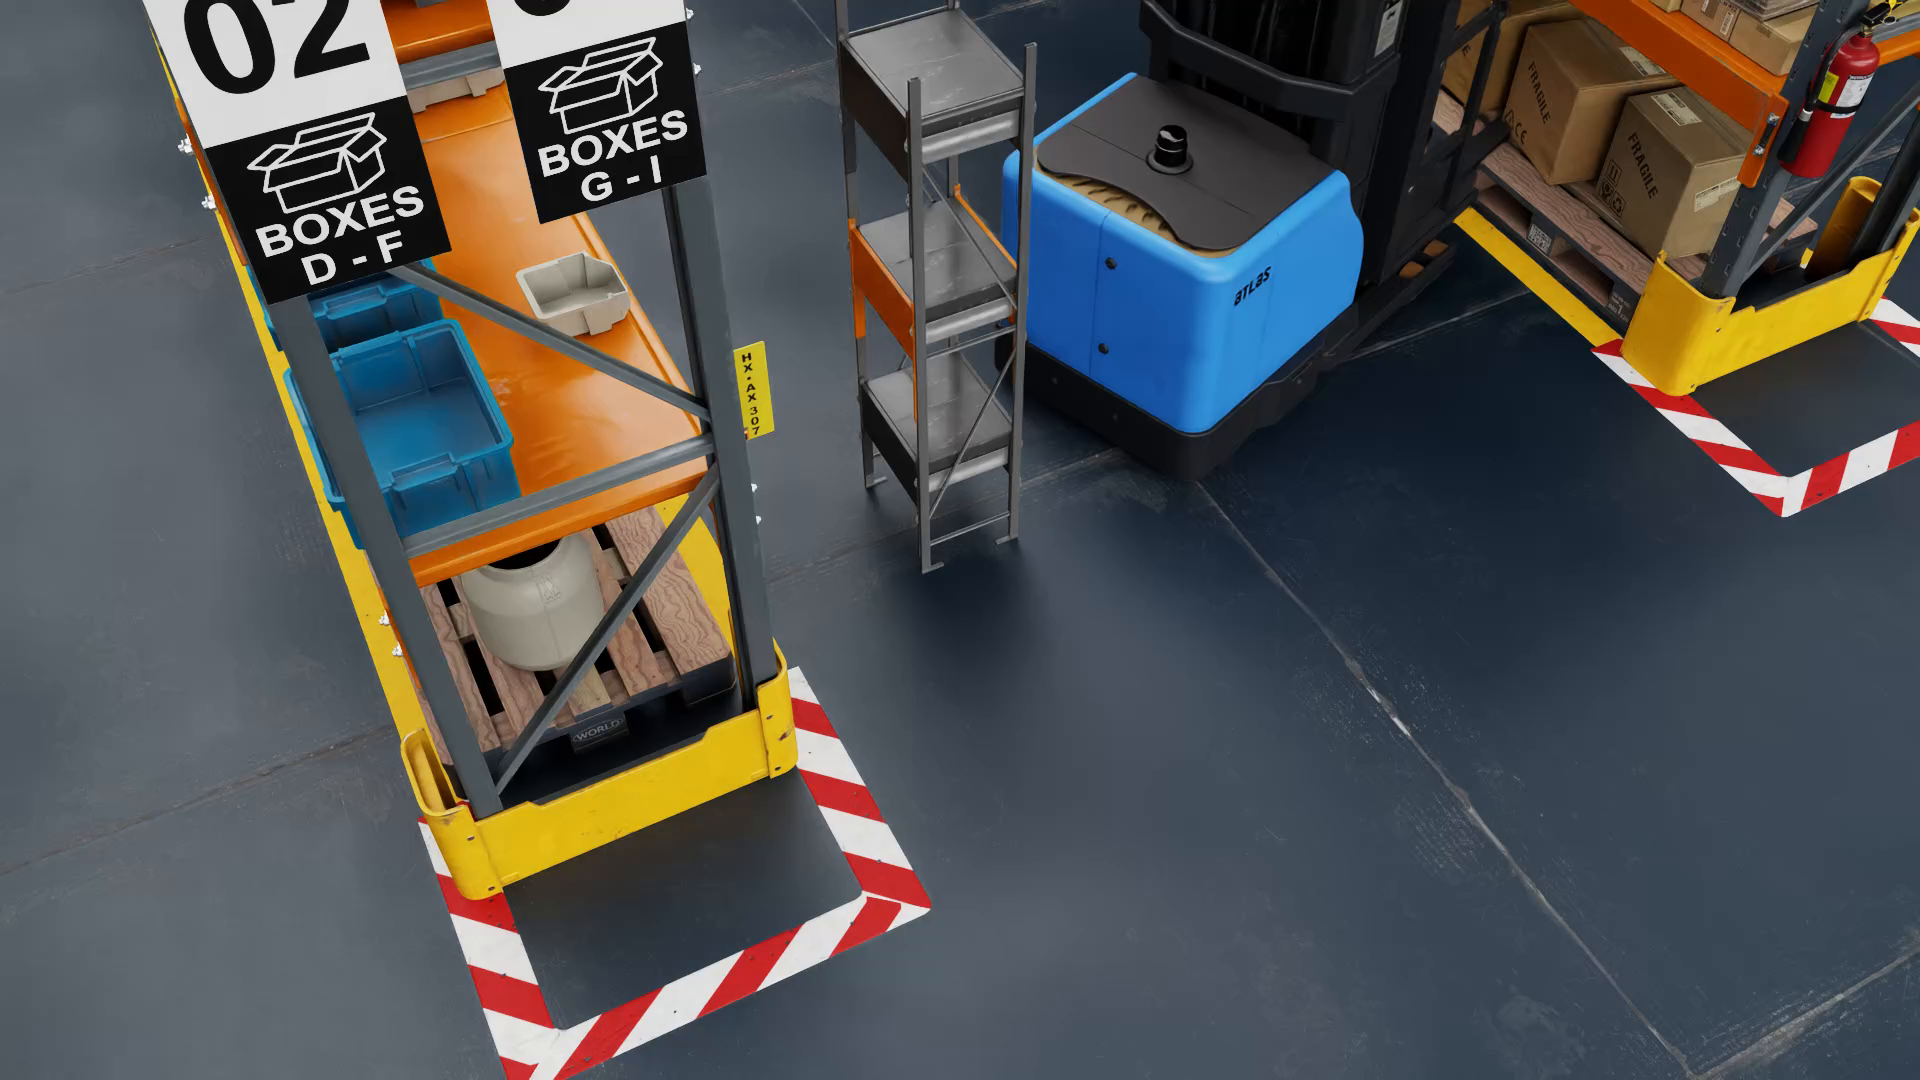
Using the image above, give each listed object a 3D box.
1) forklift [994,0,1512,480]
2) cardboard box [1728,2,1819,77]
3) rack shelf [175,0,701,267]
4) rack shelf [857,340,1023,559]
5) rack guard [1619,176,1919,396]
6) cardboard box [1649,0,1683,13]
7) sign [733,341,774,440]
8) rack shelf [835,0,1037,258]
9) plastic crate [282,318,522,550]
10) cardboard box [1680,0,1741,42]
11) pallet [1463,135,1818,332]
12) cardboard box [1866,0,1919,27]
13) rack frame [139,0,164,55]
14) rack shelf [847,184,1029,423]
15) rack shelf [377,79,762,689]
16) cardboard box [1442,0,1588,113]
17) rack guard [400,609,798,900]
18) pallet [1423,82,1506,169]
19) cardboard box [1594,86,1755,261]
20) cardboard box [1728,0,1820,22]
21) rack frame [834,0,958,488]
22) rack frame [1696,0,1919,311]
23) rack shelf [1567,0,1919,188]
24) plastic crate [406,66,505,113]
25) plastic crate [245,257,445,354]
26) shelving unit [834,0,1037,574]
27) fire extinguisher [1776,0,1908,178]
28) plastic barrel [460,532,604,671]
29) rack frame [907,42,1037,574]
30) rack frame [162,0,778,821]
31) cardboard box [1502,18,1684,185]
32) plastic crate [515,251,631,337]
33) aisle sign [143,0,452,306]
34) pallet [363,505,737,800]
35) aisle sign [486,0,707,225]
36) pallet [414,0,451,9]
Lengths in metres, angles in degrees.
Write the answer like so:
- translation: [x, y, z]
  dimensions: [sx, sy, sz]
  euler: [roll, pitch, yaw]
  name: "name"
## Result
- translation: [1.498, -2.224, 6.248]
  dimensions: [1.130, 2.935, 3.031]
  euler: [34, 57, 26]
  name: "forklift"
- translation: [3.046, -1.856, 6.048]
  dimensions: [0.380, 0.149, 0.250]
  euler: [-21, 52, -18]
  name: "cardboard box"
- translation: [-1.959, -2.203, 4.669]
  dimensions: [1.077, 0.370, 4.000]
  euler: [-21, 52, -18]
  name: "rack shelf"
- translation: [-0.076, -0.332, 6.094]
  dimensions: [0.431, 0.518, 0.480]
  euler: [-21, 52, -18]
  name: "rack shelf"
- translation: [3.325, -1.047, 6.834]
  dimensions: [1.175, 0.500, 0.348]
  euler: [-21, 52, -18]
  name: "rack guard"
- translation: [2.772, -2.174, 6.325]
  dimensions: [0.380, 0.149, 0.250]
  euler: [-21, 52, -18]
  name: "cardboard box"
- translation: [-0.553, -0.391, 4.415]
  dimensions: [0.100, 0.325, 0.005]
  euler: [-21, 52, -18]
  name: "sign"
- translation: [-0.076, -1.254, 5.040]
  dimensions: [0.431, 0.518, 0.480]
  euler: [-21, 52, -18]
  name: "rack shelf"
- translation: [-1.539, -0.296, 4.615]
  dimensions: [0.499, 0.251, 0.616]
  euler: [-21, 52, -18]
  name: "plastic crate"
- translation: [2.932, -2.024, 6.194]
  dimensions: [0.380, 0.149, 0.250]
  euler: [-21, 52, -18]
  name: "cardboard box"
- translation: [2.985, -1.508, 7.429]
  dimensions: [1.003, 0.211, 1.213]
  euler: [-21, 52, -18]
  name: "pallet"
- translation: [3.441, -2.010, 6.182]
  dimensions: [0.380, 0.149, 0.250]
  euler: [-21, 52, -18]
  name: "cardboard box"
- translation: [-1.044, -2.089, 2.098]
  dimensions: [1.000, 3.000, 0.127]
  euler: [-21, 52, -18]
  name: "rack frame"
- translation: [-0.076, -0.793, 5.567]
  dimensions: [0.431, 0.518, 0.480]
  euler: [-21, 52, -18]
  name: "rack shelf"
- translation: [-1.959, -1.215, 5.798]
  dimensions: [1.077, 0.370, 4.000]
  euler: [-21, 52, -18]
  name: "rack shelf"
- translation: [2.515, -2.372, 7.714]
  dimensions: [0.500, 0.500, 0.500]
  euler: [-17, 51, -14]
  name: "cardboard box"
- translation: [-1.121, 0.675, 5.328]
  dimensions: [1.175, 0.500, 0.348]
  euler: [-21, 52, -18]
  name: "rack guard"
- translation: [2.430, -2.324, 8.142]
  dimensions: [1.003, 0.211, 1.213]
  euler: [-21, 52, -18]
  name: "pallet"
- translation: [3.089, -1.559, 7.002]
  dimensions: [0.500, 0.500, 0.500]
  euler: [-13, 50, -11]
  name: "cardboard box"
- translation: [3.133, -2.328, 6.029]
  dimensions: [0.875, 0.500, 0.500]
  euler: [-21, 52, -18]
  name: "cardboard box"
- translation: [-0.187, -0.965, 5.699]
  dimensions: [0.400, 2.100, 0.015]
  euler: [-21, 52, -18]
  name: "rack frame"
- translation: [3.360, -1.819, 5.849]
  dimensions: [1.000, 3.000, 0.127]
  euler: [-21, 52, -18]
  name: "rack frame"
- translation: [2.445, -2.921, 7.290]
  dimensions: [1.077, 0.370, 4.000]
  euler: [-21, 52, -18]
  name: "rack shelf"
- translation: [-1.906, -1.704, 5.923]
  dimensions: [0.530, 0.136, 0.437]
  euler: [-21, 52, -18]
  name: "plastic crate"
- translation: [-1.831, -0.733, 4.997]
  dimensions: [0.499, 0.251, 0.408]
  euler: [-21, 52, -18]
  name: "plastic crate"
- translation: [-0.076, -0.802, 5.557]
  dimensions: [0.431, 2.100, 0.503]
  euler: [-21, 52, -18]
  name: "shelving unit"
- translation: [3.002, -1.559, 5.672]
  dimensions: [0.296, 0.674, 0.183]
  euler: [-21, 52, -18]
  name: "fire extinguisher"
- translation: [-1.413, 0.153, 5.497]
  dimensions: [0.421, 0.512, 0.421]
  euler: [0, 49, 0]
  name: "plastic barrel"
- translation: [0.036, -0.639, 5.414]
  dimensions: [0.400, 2.100, 0.015]
  euler: [-21, 52, -18]
  name: "rack frame"
- translation: [-1.044, -0.113, 4.356]
  dimensions: [1.000, 3.000, 0.127]
  euler: [-21, 52, -18]
  name: "rack frame"
- translation: [2.785, -1.947, 7.342]
  dimensions: [0.500, 0.500, 0.500]
  euler: [-9, 49, -8]
  name: "cardboard box"
- translation: [-1.168, -0.736, 5.077]
  dimensions: [0.298, 0.136, 0.250]
  euler: [-21, 52, -18]
  name: "plastic crate"
- translation: [-1.275, -0.819, 3.246]
  dimensions: [0.394, 0.787, 0.004]
  euler: [-21, 52, -18]
  name: "aisle sign"
- translation: [-1.488, 0.224, 5.914]
  dimensions: [1.003, 0.211, 1.213]
  euler: [-21, 52, -18]
  name: "pallet"
- translation: [-0.751, -1.022, 3.424]
  dimensions: [0.394, 0.787, 0.004]
  euler: [-21, 52, -18]
  name: "aisle sign"
- translation: [-1.336, -1.626, 3.812]
  dimensions: [1.003, 0.211, 1.213]
  euler: [-21, 52, -18]
  name: "pallet"
